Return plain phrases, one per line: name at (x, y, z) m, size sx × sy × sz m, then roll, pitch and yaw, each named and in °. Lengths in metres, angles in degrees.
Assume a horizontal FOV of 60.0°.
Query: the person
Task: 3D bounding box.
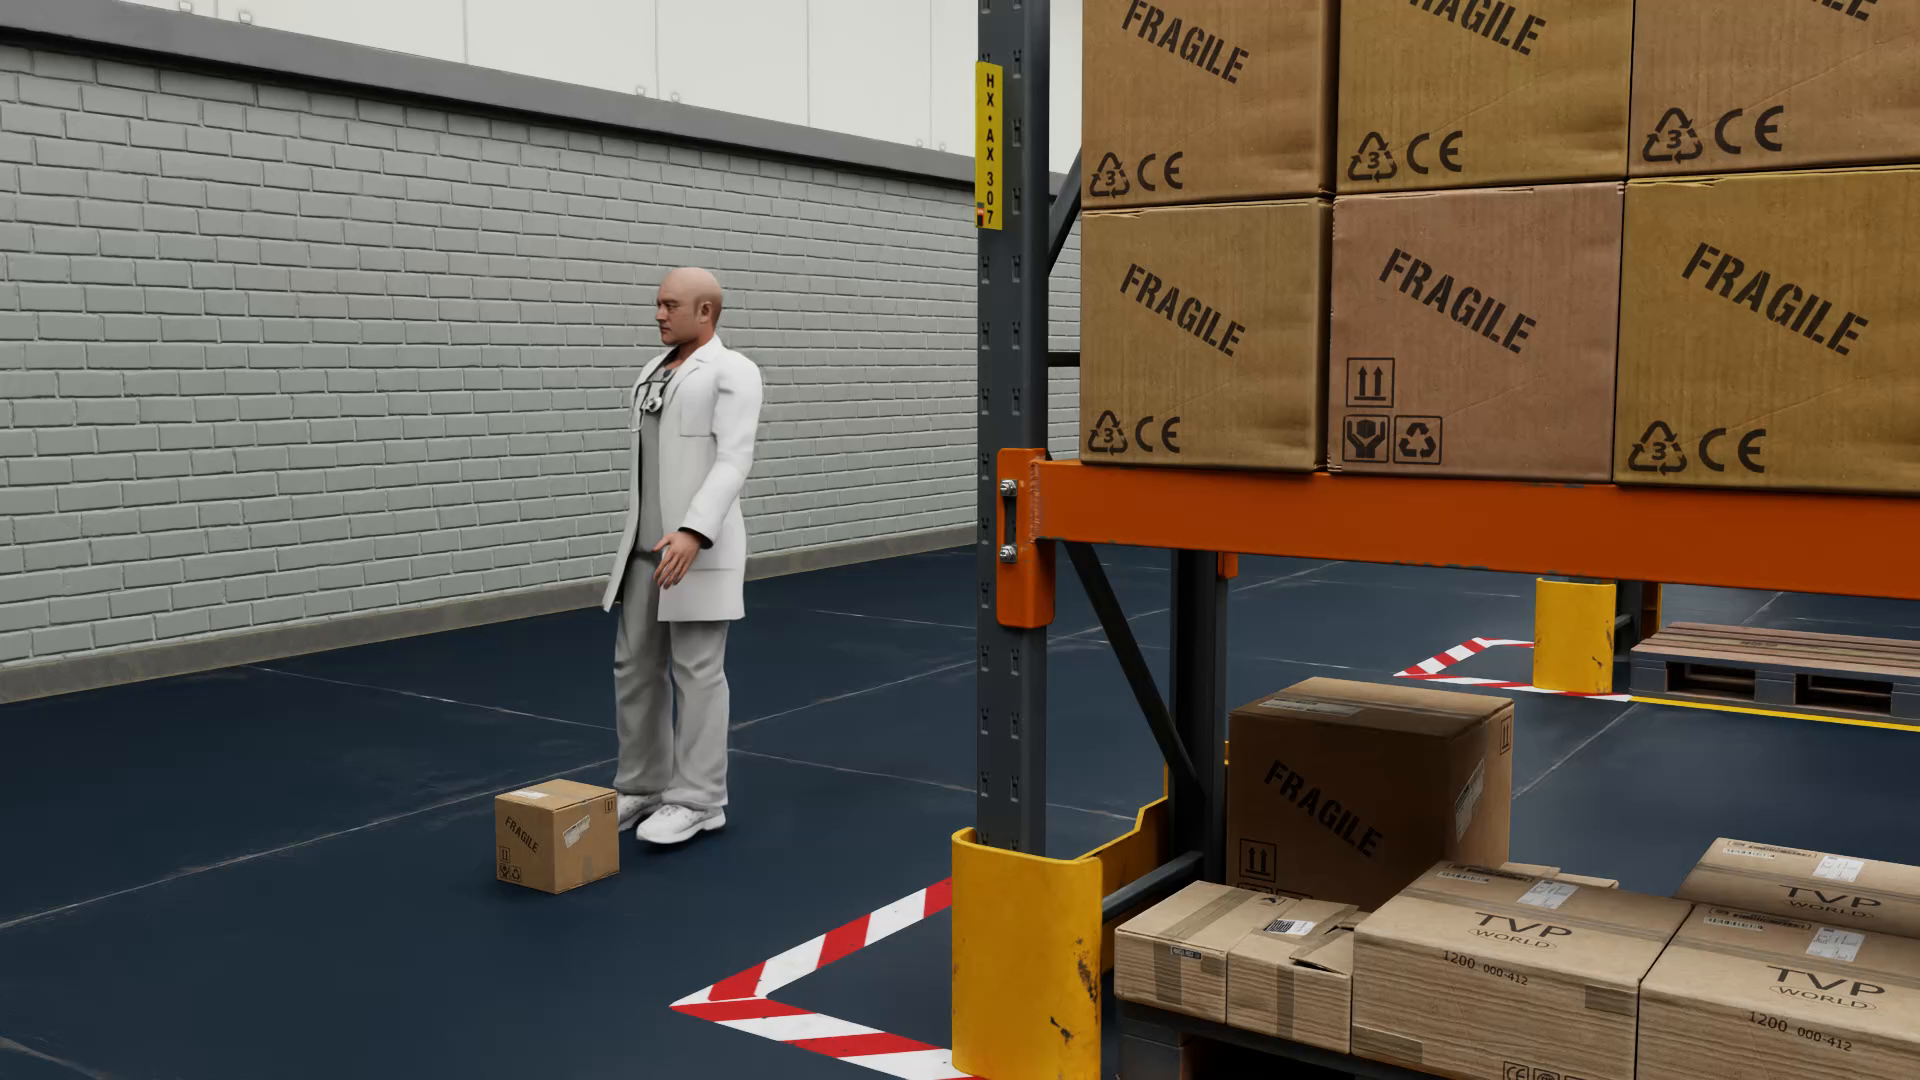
person at (-0.942, 0.046, 5.211) m, size 0.587 × 1.799 × 0.484 m, roll 5°, pitch 8°, yaw 39°
